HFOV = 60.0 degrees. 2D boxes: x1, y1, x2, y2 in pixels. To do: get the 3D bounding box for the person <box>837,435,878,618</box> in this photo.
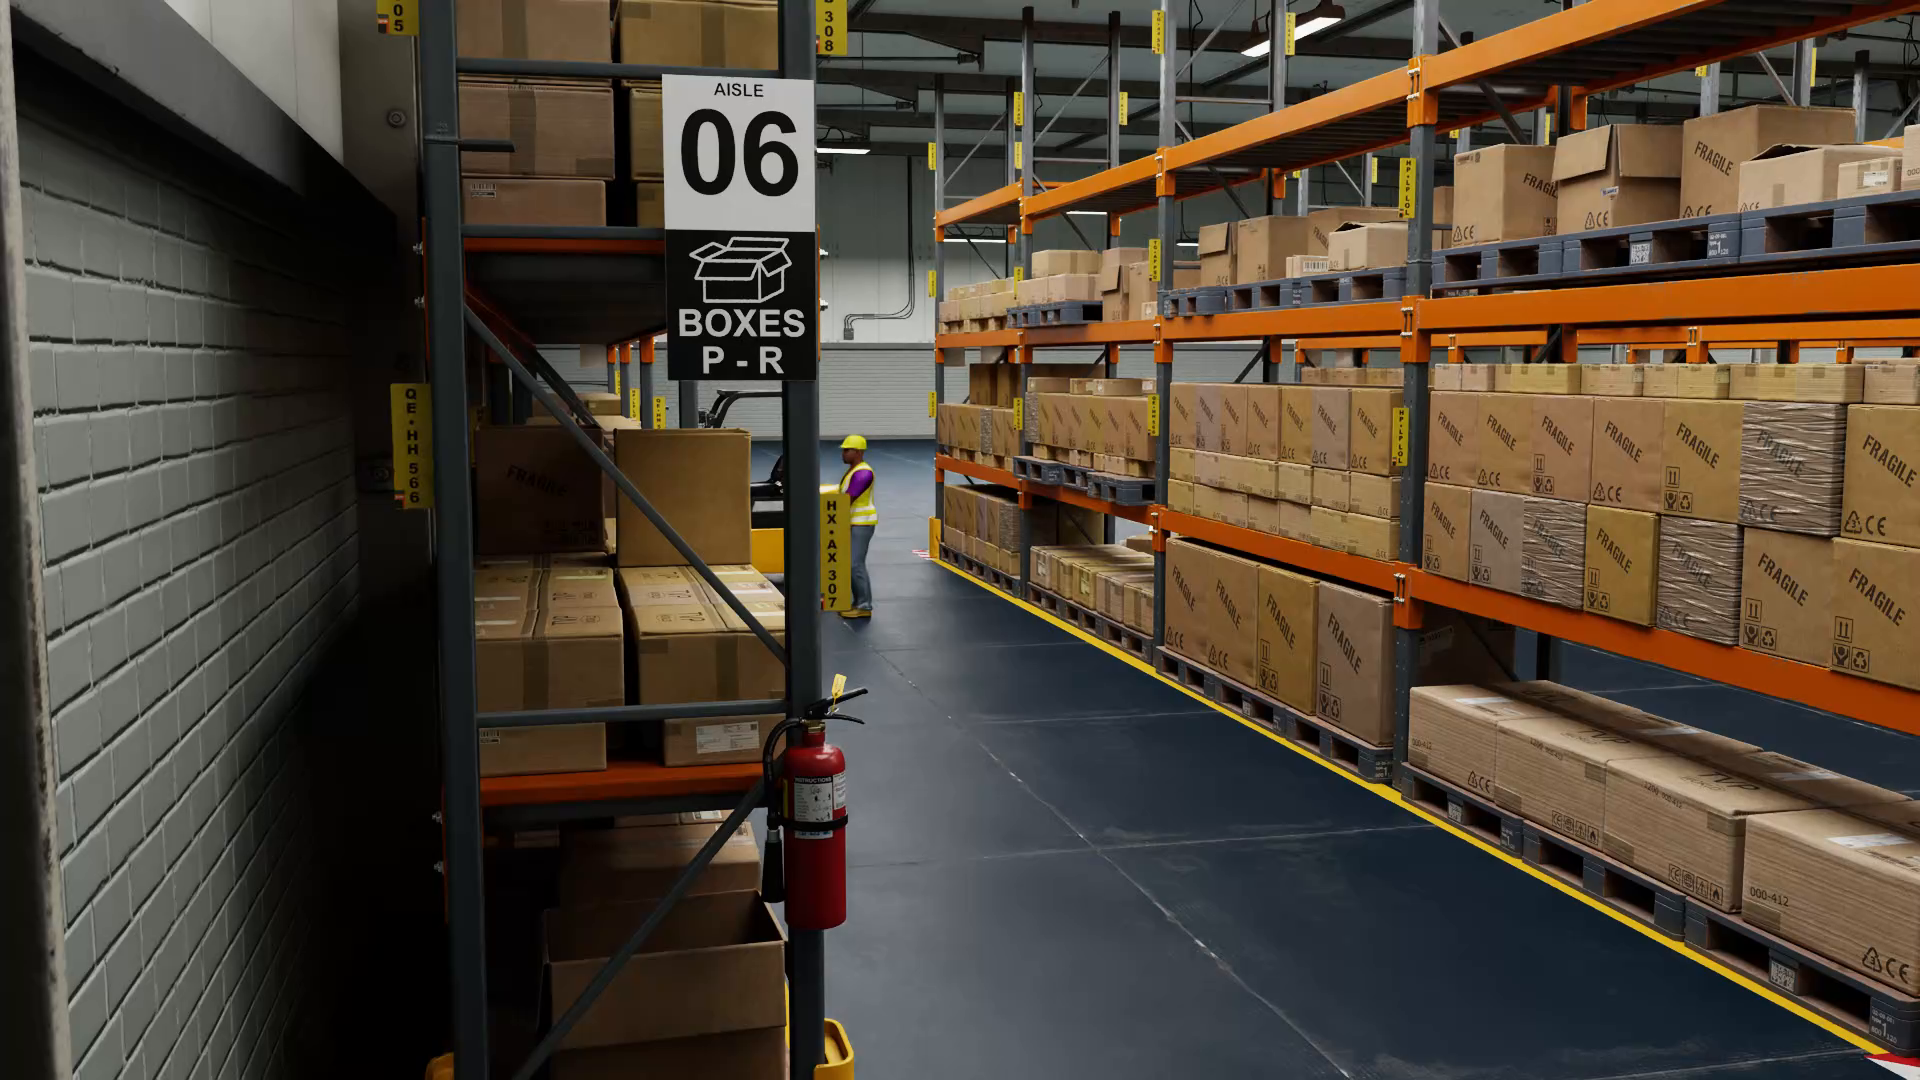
[{"bbox_3d":[-1.087,-0.135,16.129,0.566,1.762,0.505,-2,6,-15],"label":"person"}]
